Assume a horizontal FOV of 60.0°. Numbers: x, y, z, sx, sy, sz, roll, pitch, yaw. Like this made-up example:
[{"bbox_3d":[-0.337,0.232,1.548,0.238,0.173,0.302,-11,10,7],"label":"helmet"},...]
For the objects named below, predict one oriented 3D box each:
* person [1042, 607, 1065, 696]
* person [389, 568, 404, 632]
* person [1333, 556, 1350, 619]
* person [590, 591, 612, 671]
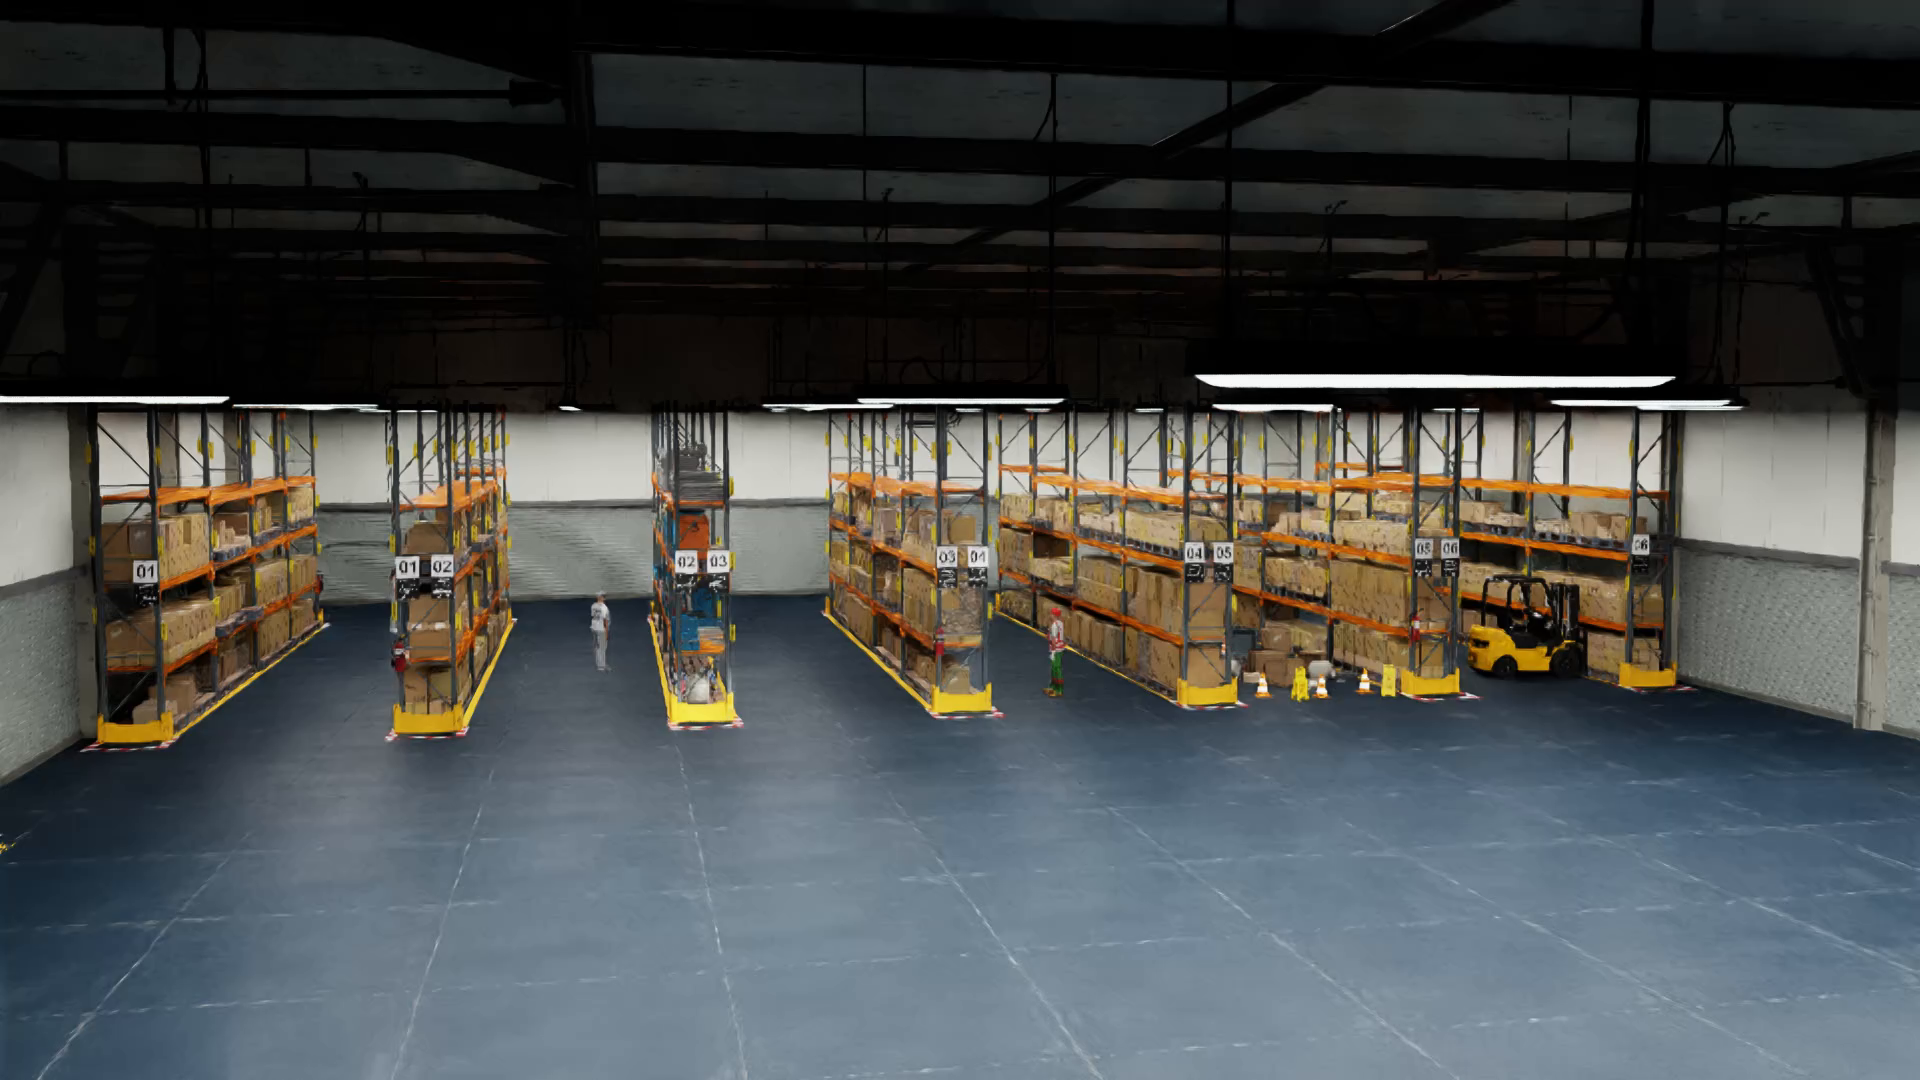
[{"bbox_3d":[1.897,2.261,33.894,0.490,1.787,0.608,1,5,17],"label":"person"},{"bbox_3d":[-14.865,1.567,43.832,0.390,1.674,0.561,-2,5,-26],"label":"person"},{"bbox_3d":[10.694,1.345,46.115,0.610,1.770,0.656,0,4,5],"label":"person"},{"bbox_3d":[-8.021,2.027,37.267,0.475,1.761,0.595,-4,6,-42],"label":"person"}]
